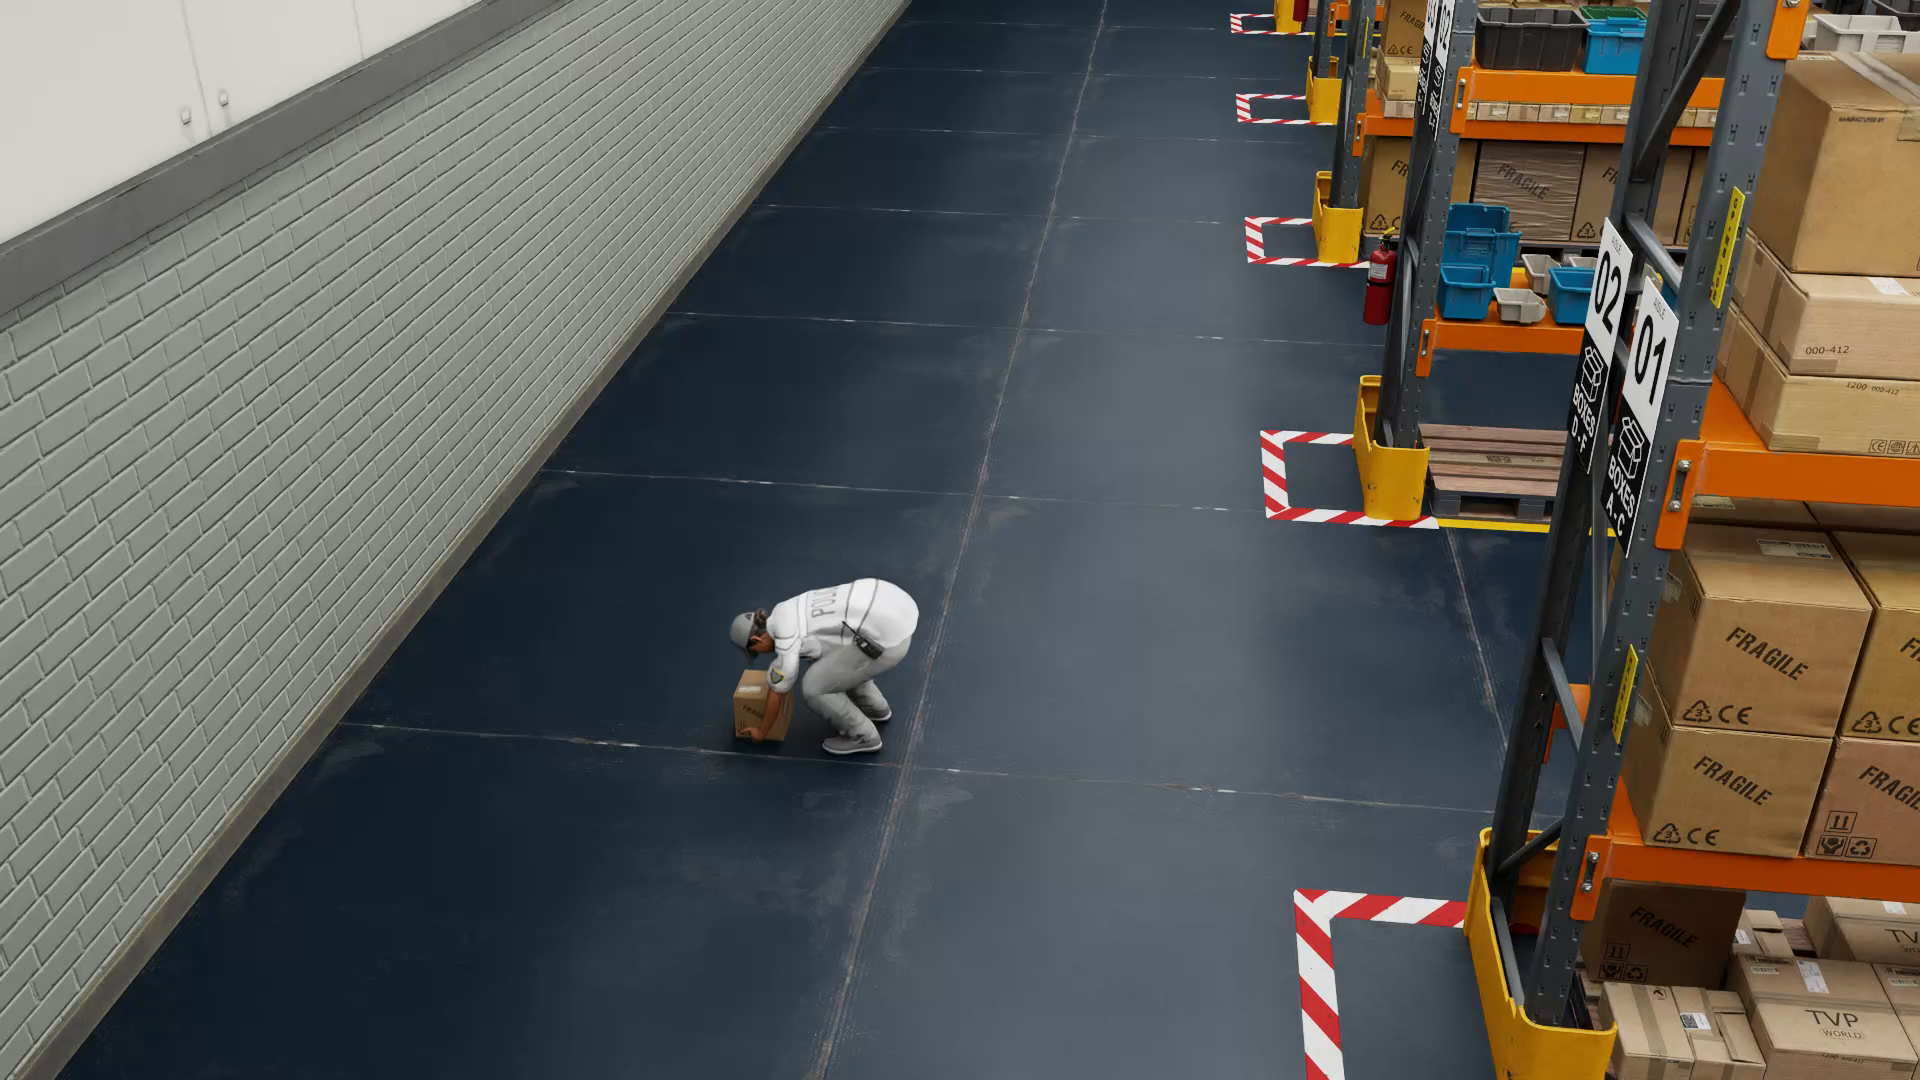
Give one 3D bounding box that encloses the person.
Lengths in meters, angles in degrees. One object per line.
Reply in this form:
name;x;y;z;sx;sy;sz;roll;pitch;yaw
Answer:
person;-0.679;0.611;8.365;0.940;0.854;0.489;2;29;4
